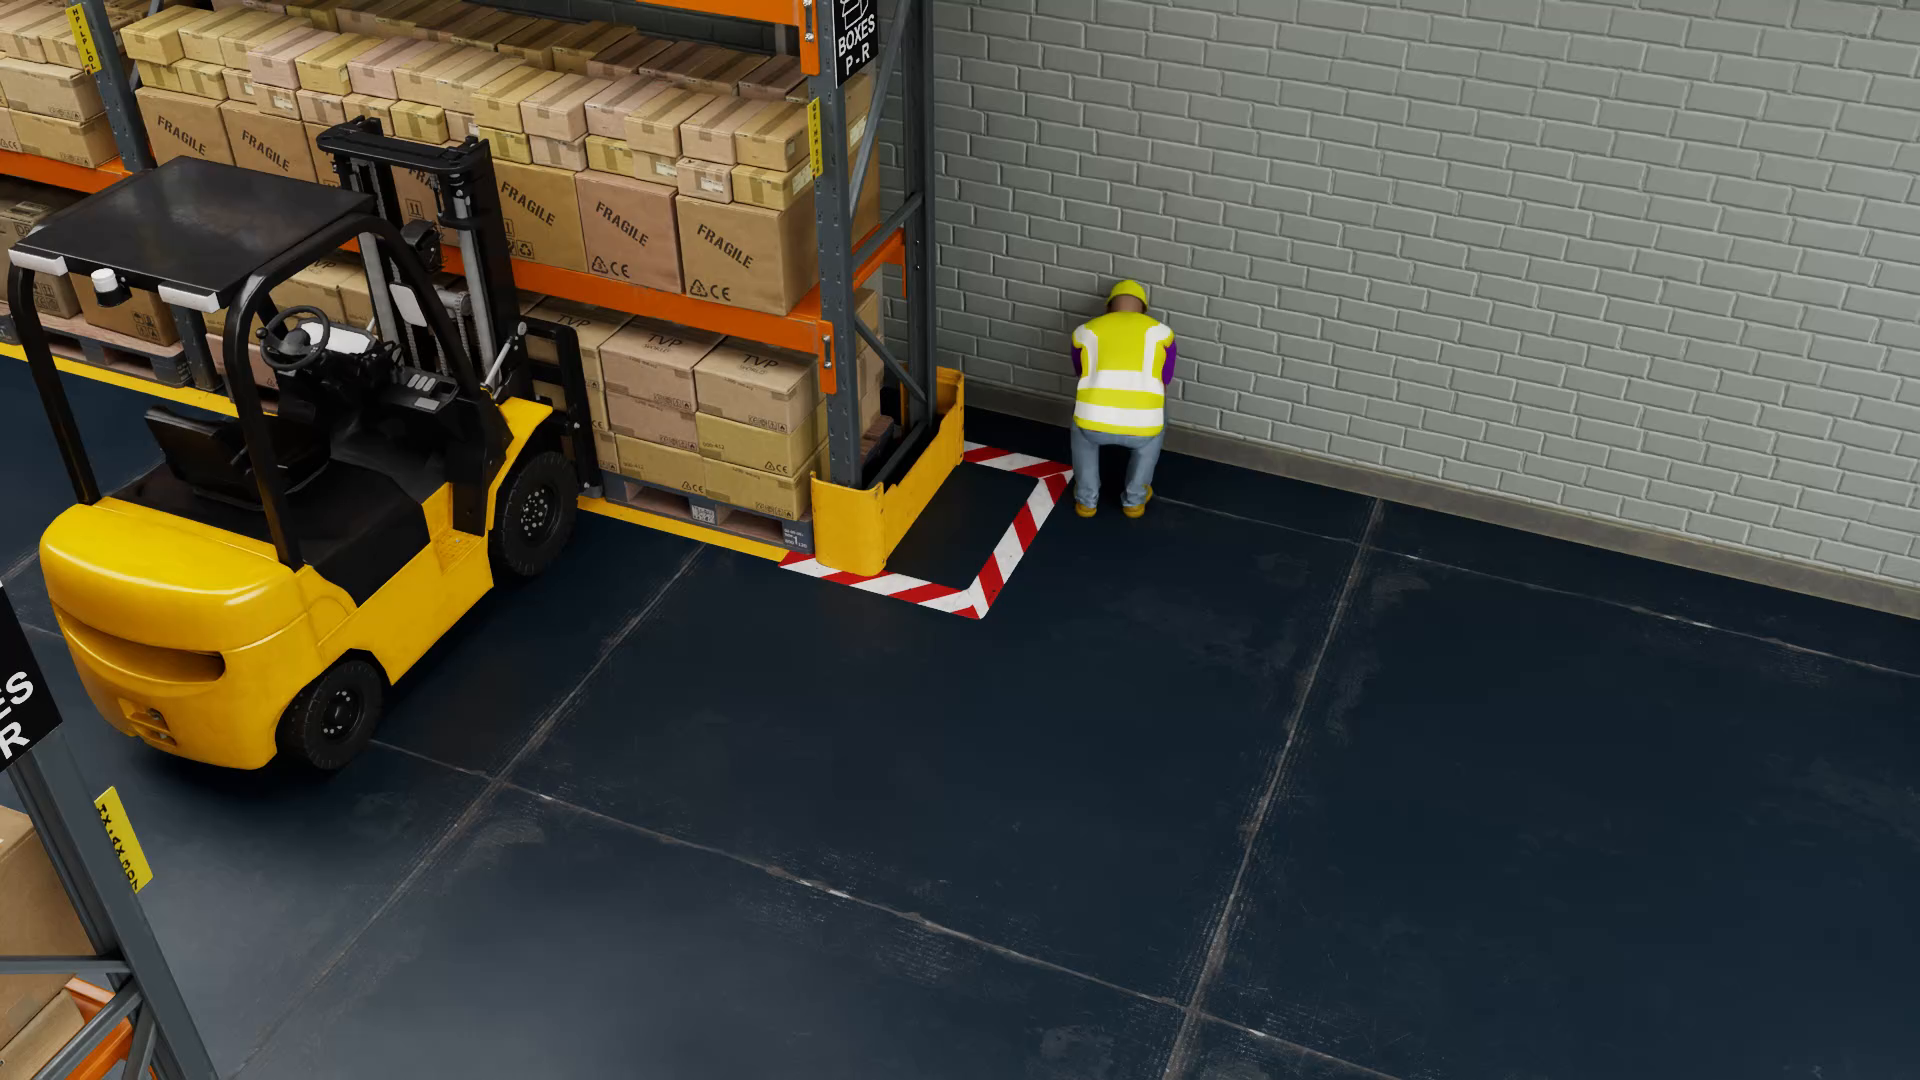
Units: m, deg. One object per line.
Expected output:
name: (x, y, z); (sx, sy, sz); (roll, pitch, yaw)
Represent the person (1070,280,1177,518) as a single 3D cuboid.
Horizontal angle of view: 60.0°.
person: (0.792, -0.673, 8.315); (0.523, 1.005, 0.951); (6, 38, 7)
